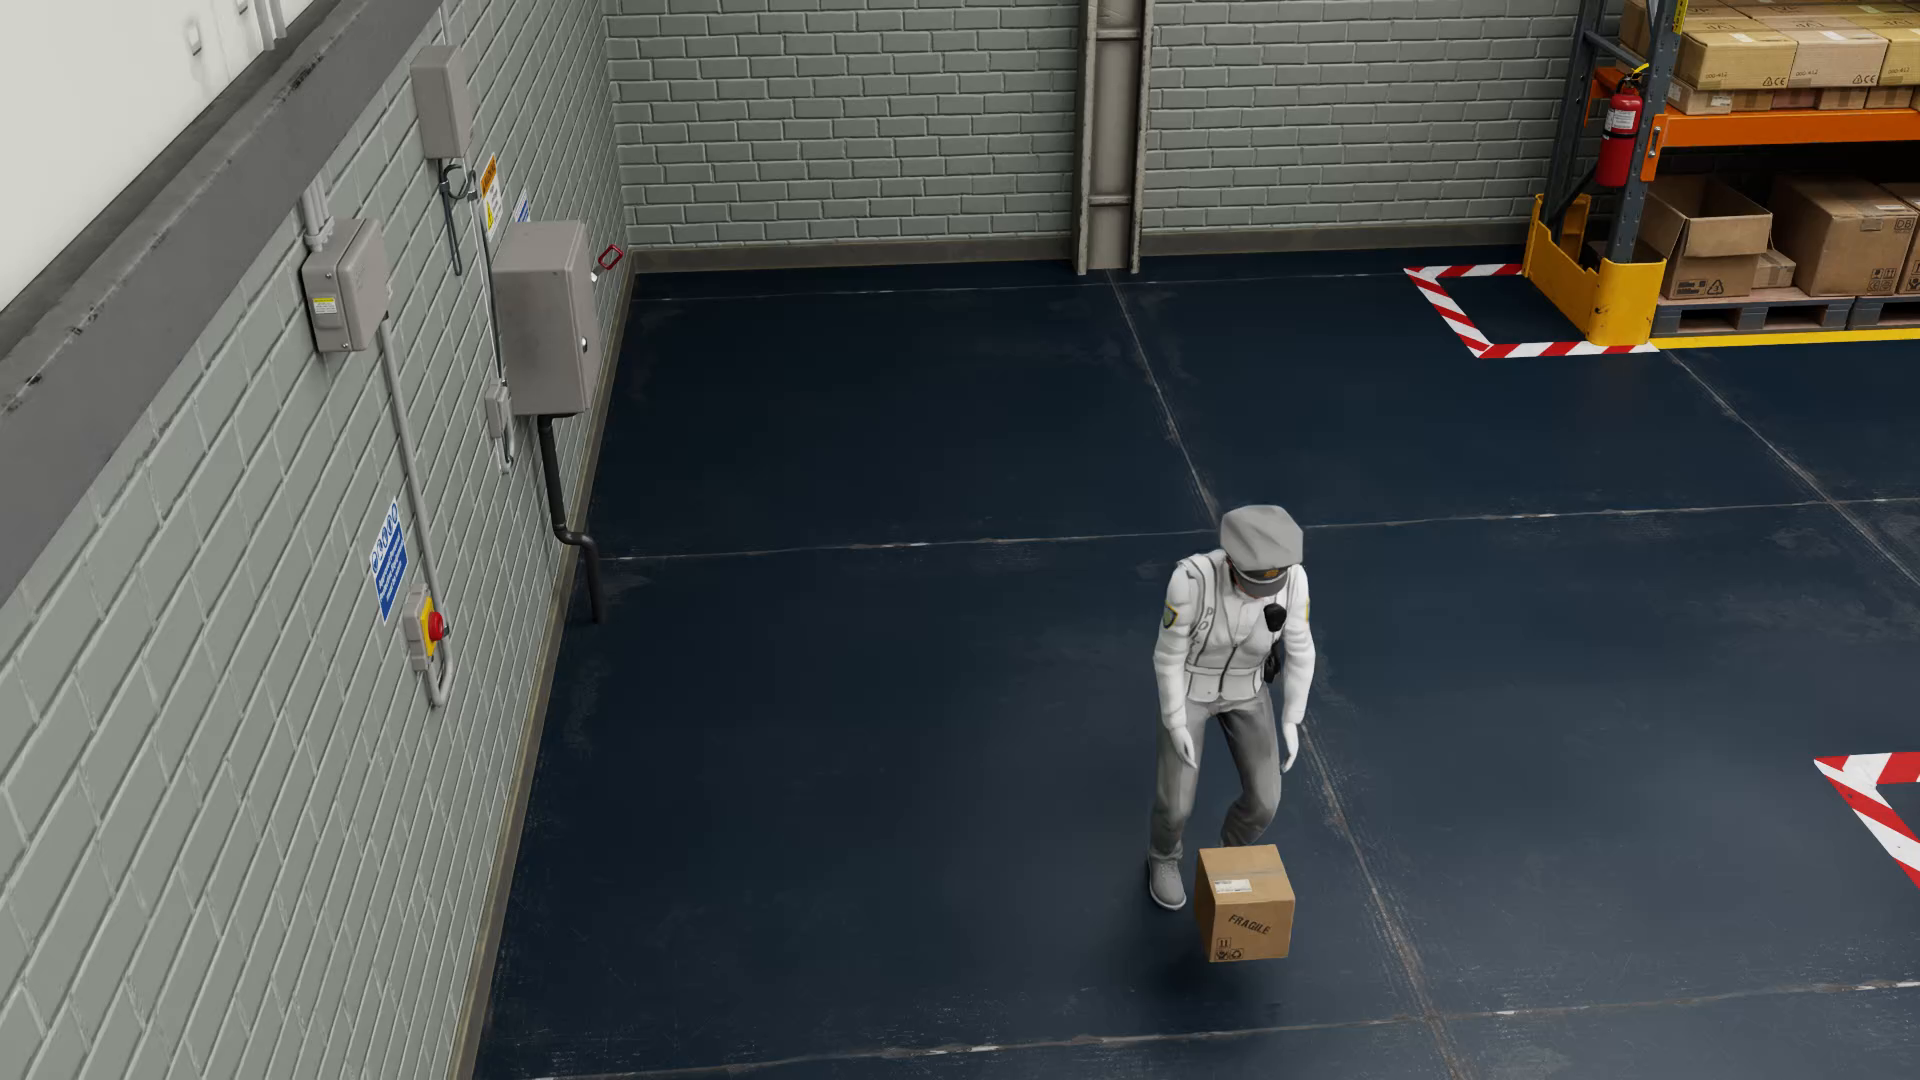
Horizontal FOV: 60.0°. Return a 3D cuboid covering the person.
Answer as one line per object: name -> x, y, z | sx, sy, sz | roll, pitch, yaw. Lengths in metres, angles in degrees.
person -> 0.865, 0.536, 5.389 | 0.520, 1.535, 0.496 | -2, 31, -4
